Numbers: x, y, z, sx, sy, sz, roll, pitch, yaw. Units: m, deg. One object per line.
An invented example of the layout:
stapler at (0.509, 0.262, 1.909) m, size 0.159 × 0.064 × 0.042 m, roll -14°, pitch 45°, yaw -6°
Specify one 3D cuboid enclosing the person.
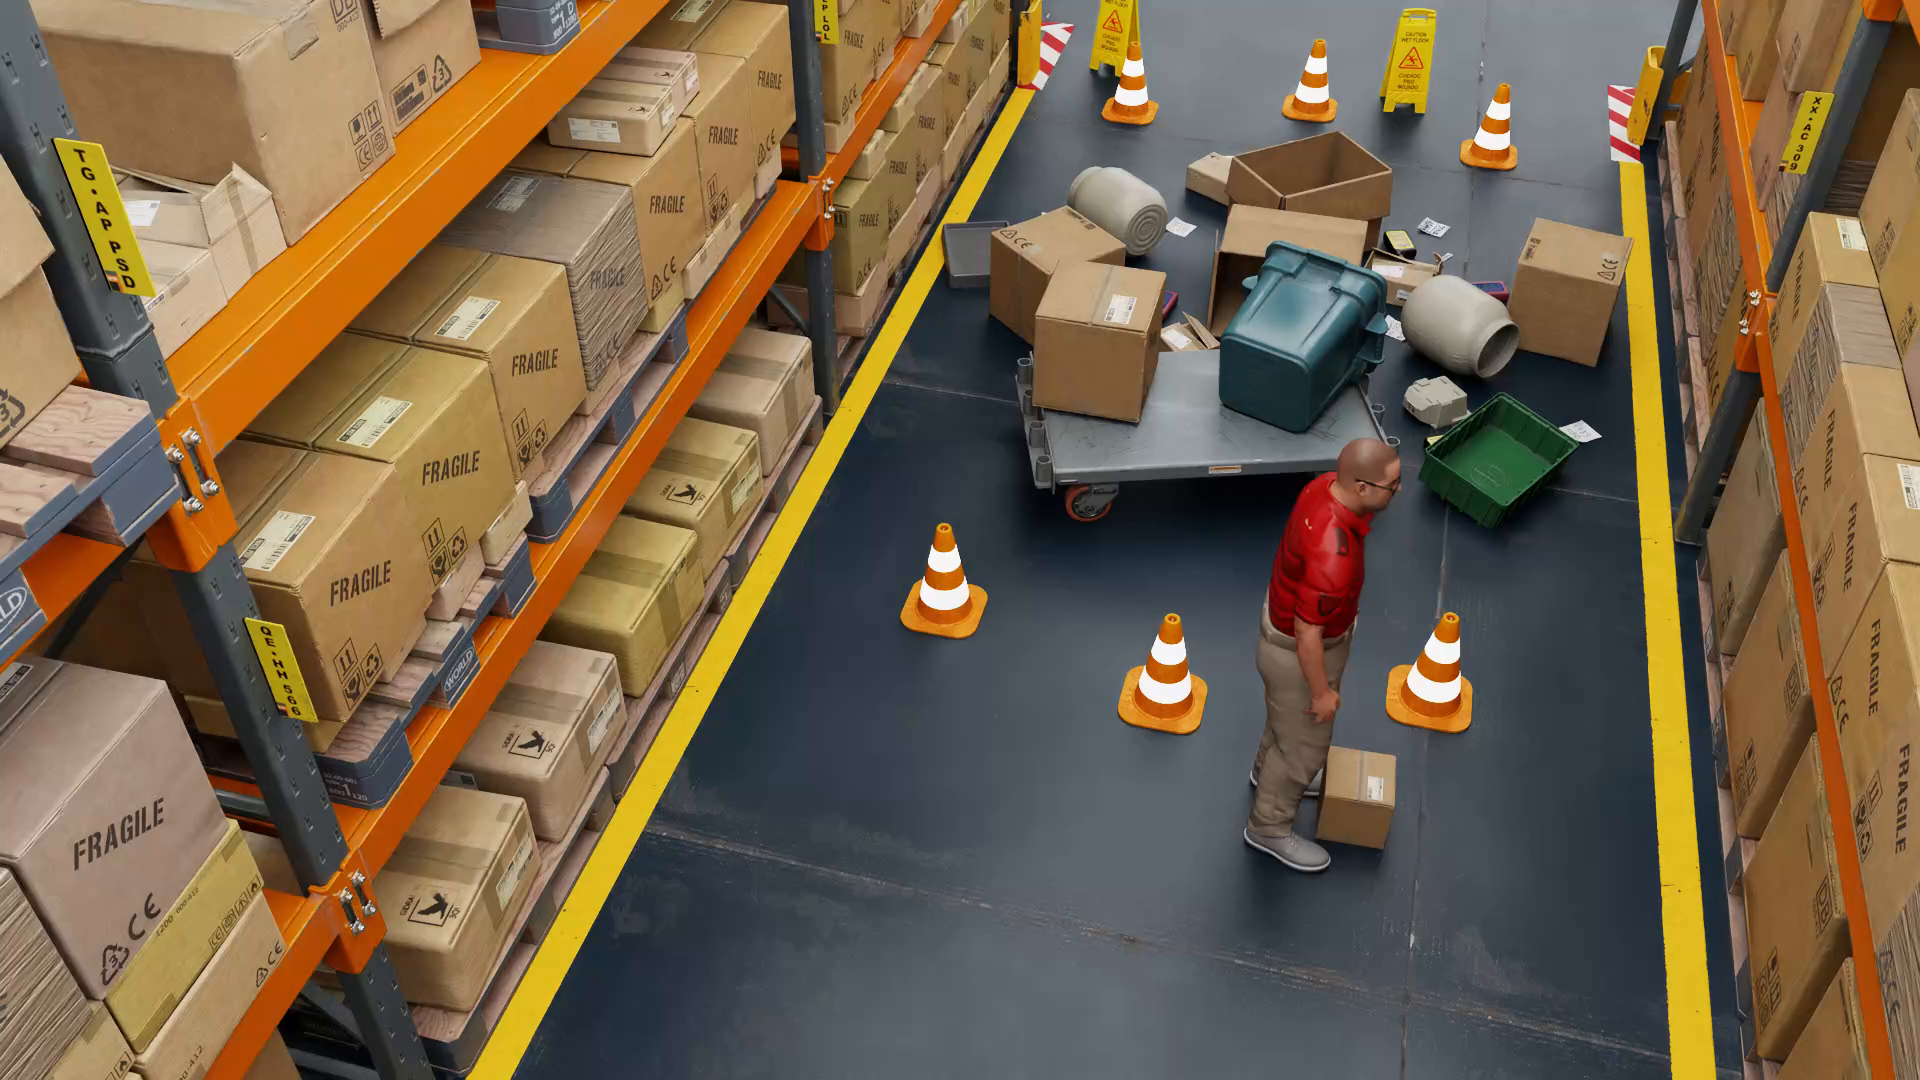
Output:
person at (1.226, 0.358, 5.752) m, size 0.384 × 1.728 × 0.602 m, roll 8°, pitch 41°, yaw 10°
